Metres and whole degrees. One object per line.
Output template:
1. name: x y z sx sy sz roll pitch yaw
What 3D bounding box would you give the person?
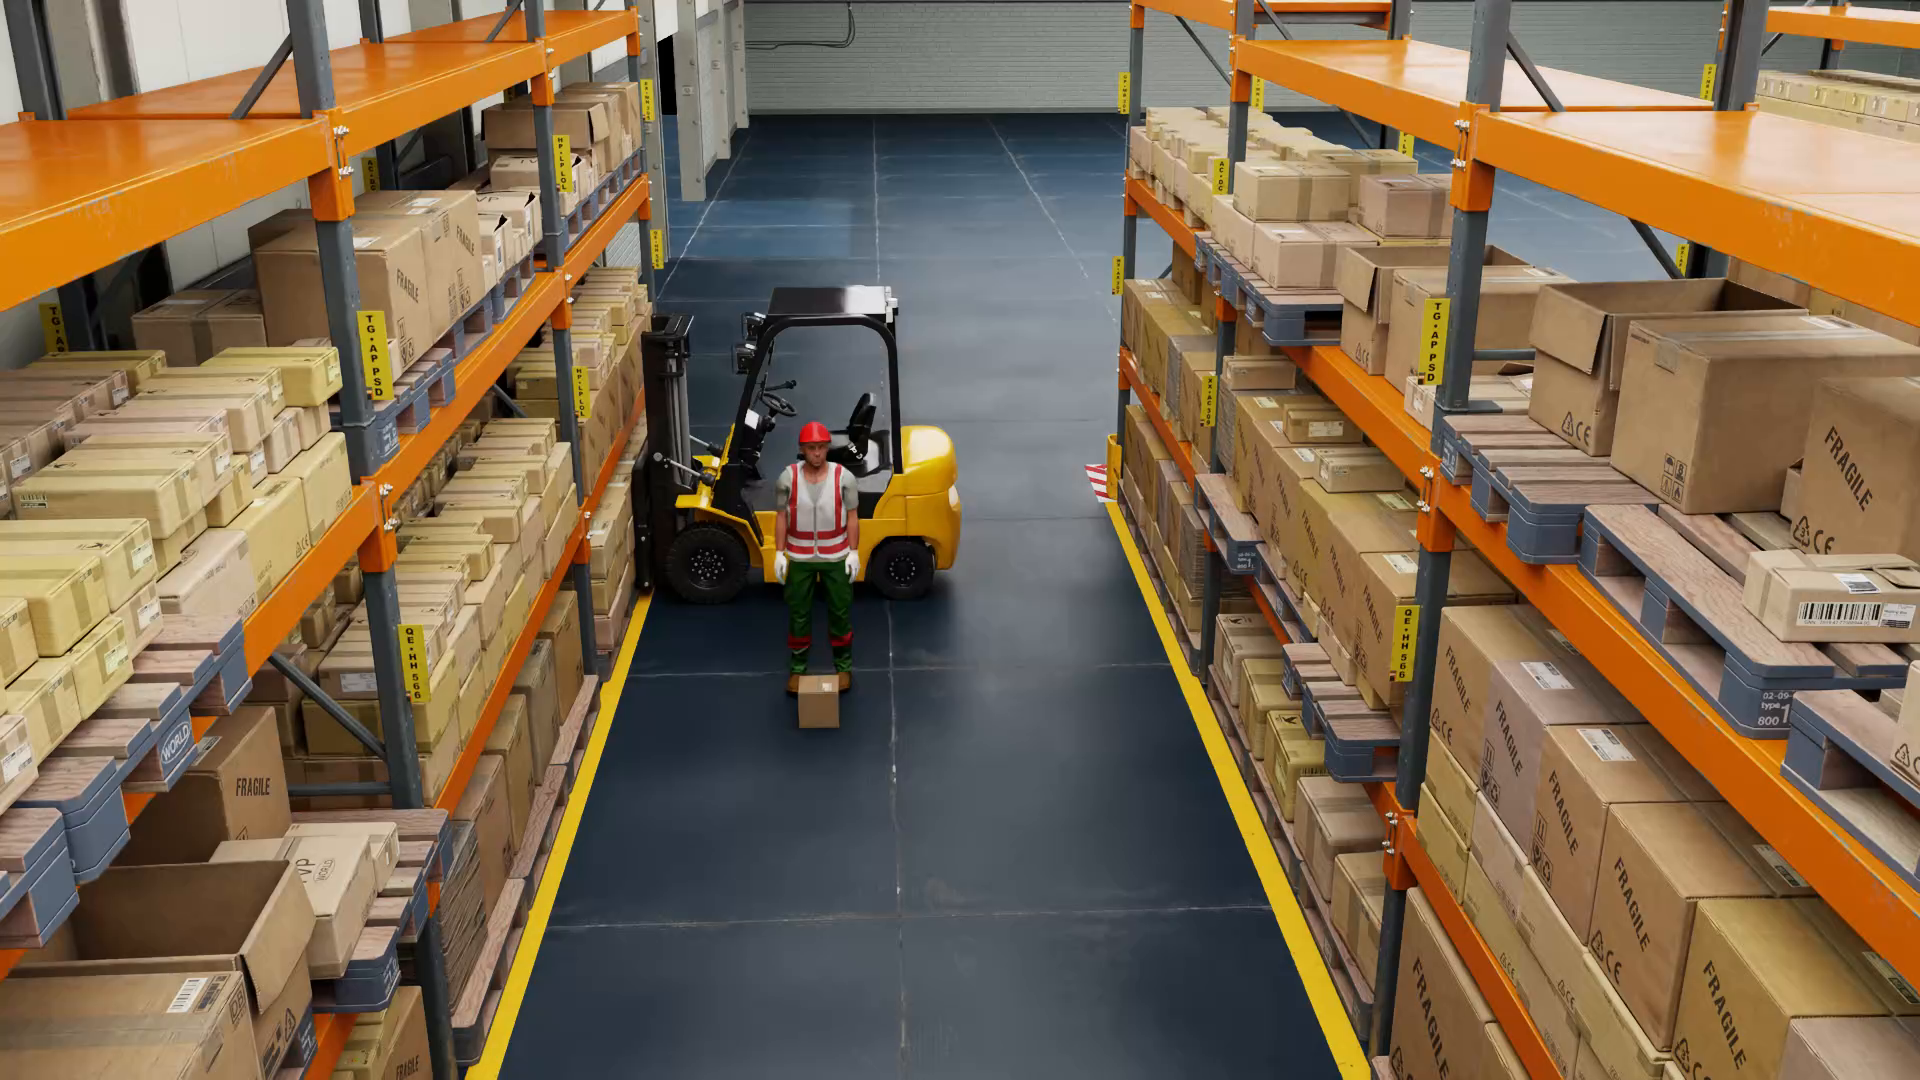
1. person: -0.919 0.116 10.674 0.556 1.793 0.359 -1 20 -3
